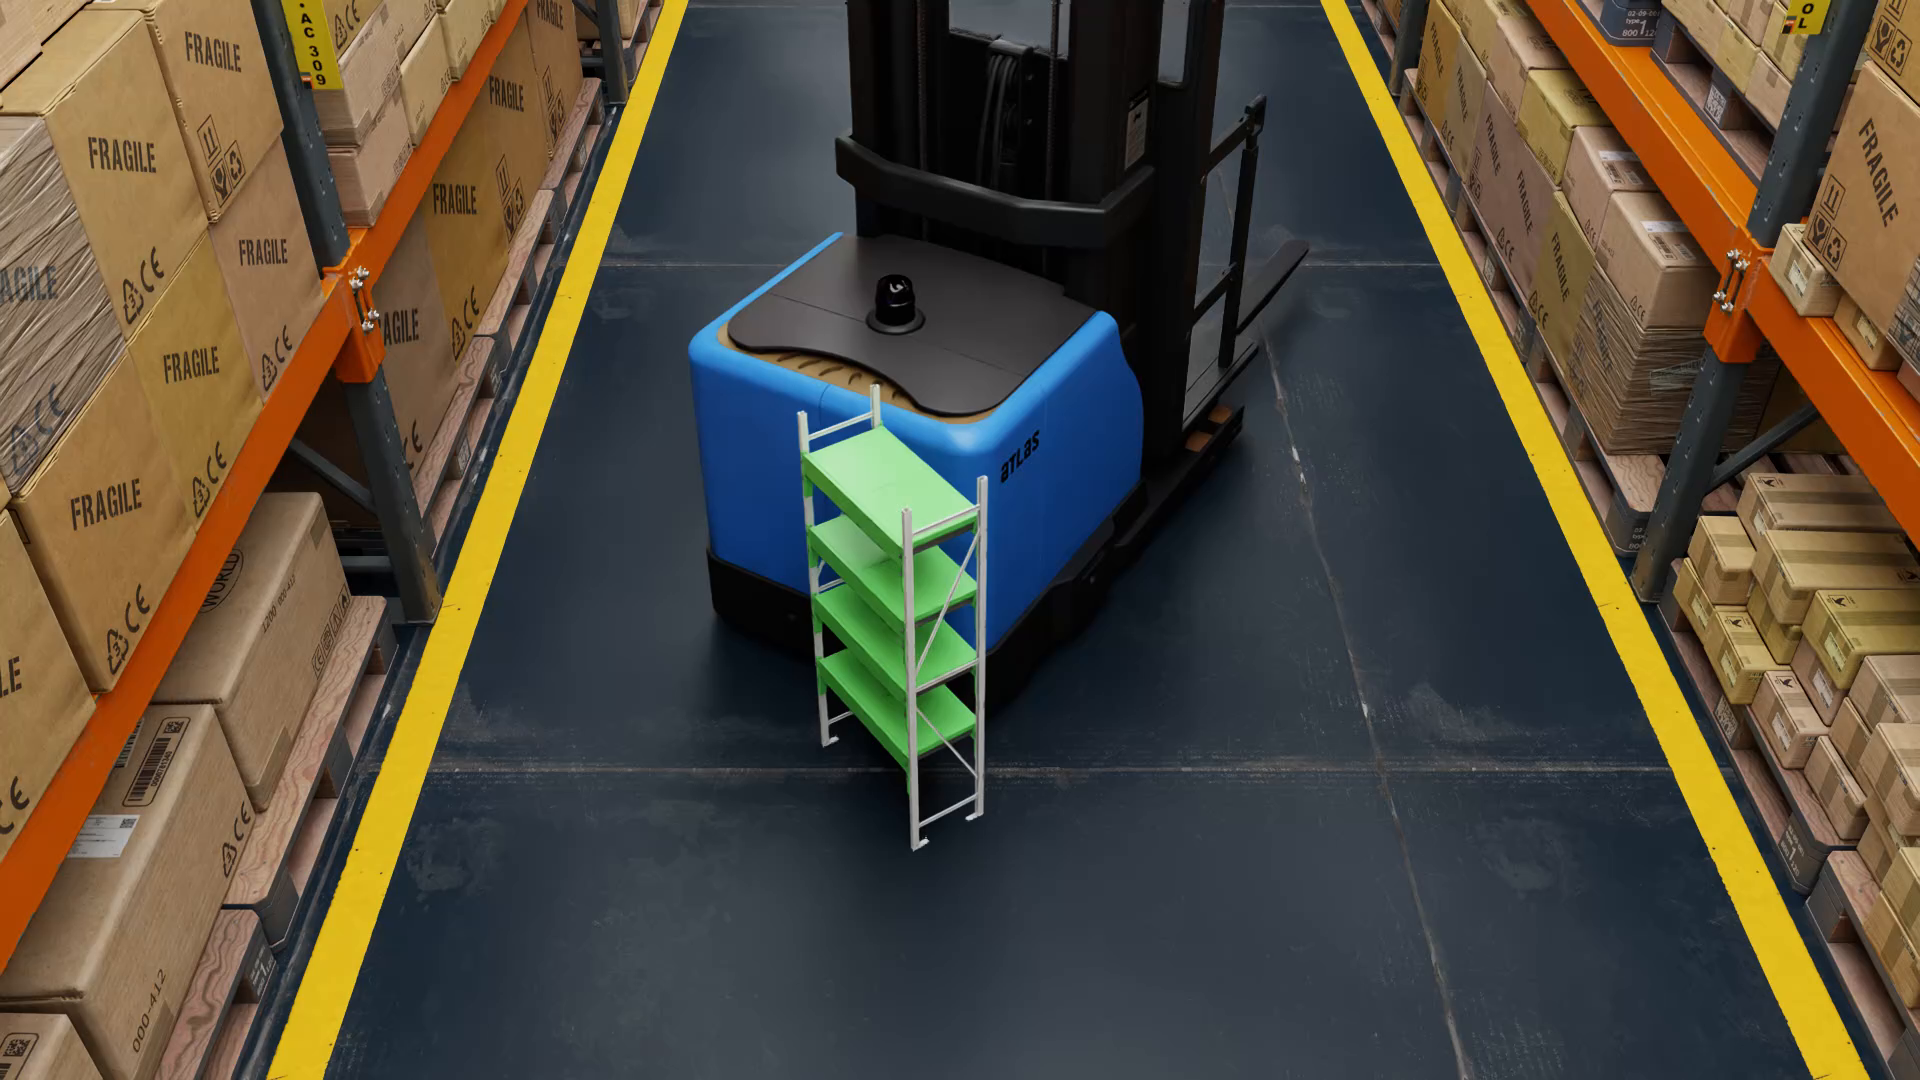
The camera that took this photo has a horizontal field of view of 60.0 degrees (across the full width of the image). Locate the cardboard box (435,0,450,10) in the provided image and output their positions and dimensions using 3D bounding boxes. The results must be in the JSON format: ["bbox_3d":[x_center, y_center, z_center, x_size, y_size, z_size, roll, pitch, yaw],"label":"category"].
[{"bbox_3d":[-1.929,-1.982,5.545,0.500,0.250,0.500,0,39,1],"label":"cardboard box"}]

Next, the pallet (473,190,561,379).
[{"bbox_3d":[-2.288,-1.088,6.939,1.003,0.211,1.213,0,39,0],"label":"pallet"}]

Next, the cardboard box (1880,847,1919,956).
[{"bbox_3d":[2.460,0.873,3.968,0.380,0.149,0.250,0,39,0],"label":"cardboard box"}]

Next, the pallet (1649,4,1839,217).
[{"bbox_3d":[2.887,-1.399,5.250,1.003,0.211,1.213,0,39,0],"label":"pallet"}]

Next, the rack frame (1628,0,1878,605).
[{"bbox_3d":[2.742,-0.996,4.594,1.000,3.000,0.127,0,39,0],"label":"rack frame"}]

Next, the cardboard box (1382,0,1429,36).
[{"bbox_3d":[2.827,-3.164,8.763,1.050,0.750,0.750,-1,39,-1],"label":"cardboard box"}]

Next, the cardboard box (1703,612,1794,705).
[{"bbox_3d":[2.422,0.347,4.862,0.380,0.149,0.250,1,39,1],"label":"cardboard box"}]

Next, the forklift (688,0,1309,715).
[{"bbox_3d":[0.392,-1.510,5.290,1.130,2.935,3.031,21,43,24],"label":"forklift"}]

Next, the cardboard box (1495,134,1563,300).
[{"bbox_3d":[2.493,-1.288,6.622,0.500,0.500,0.500,-1,39,-1],"label":"cardboard box"}]

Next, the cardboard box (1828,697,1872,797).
[{"bbox_3d":[2.547,0.543,4.380,0.380,0.149,0.250,-2,39,-2],"label":"cardboard box"}]

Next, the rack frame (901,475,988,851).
[{"bbox_3d":[-0.036,0.357,4.345,0.240,1.200,0.015,-23,44,-26],"label":"rack frame"}]

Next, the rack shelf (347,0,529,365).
[{"bbox_3d":[-2.210,-1.899,6.296,1.077,0.370,4.000,0,39,0],"label":"rack shelf"}]

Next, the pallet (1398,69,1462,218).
[{"bbox_3d":[2.737,-1.920,7.977,1.003,0.211,1.213,0,39,0],"label":"pallet"}]

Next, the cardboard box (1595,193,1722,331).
[{"bbox_3d":[2.489,-0.942,5.591,0.500,0.250,0.500,-1,39,-1],"label":"cardboard box"}]

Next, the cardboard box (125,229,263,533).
[{"bbox_3d":[-1.945,-0.356,3.716,0.500,0.500,0.500,-1,39,-1],"label":"cardboard box"}]

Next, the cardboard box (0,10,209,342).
[{"bbox_3d":[-1.938,-0.746,3.403,0.500,0.500,0.500,-1,39,-1],"label":"cardboard box"}]

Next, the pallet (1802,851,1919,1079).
[{"bbox_3d":[2.783,1.277,3.987,1.003,0.211,1.213,0,39,0],"label":"pallet"}]

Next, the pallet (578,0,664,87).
[{"bbox_3d":[-2.211,-2.831,9.114,1.003,0.211,1.213,0,39,0],"label":"pallet"}]

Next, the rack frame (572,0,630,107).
[{"bbox_3d":[-2.212,-3.430,7.632,1.000,3.000,0.127,0,39,0],"label":"rack frame"}]

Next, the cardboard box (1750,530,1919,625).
[{"bbox_3d":[2.477,0.109,4.684,0.380,0.149,0.250,2,39,2],"label":"cardboard box"}]

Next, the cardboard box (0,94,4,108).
[{"bbox_3d":[-1.952,-0.783,2.930,0.380,0.149,0.250,0,39,0],"label":"cardboard box"}]

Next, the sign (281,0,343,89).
[{"bbox_3d":[-1.652,-1.299,4.217,0.100,0.325,0.005,0,39,0],"label":"sign"}]

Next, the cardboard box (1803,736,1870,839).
[{"bbox_3d":[2.524,0.661,4.470,0.380,0.149,0.250,-1,39,-1],"label":"cardboard box"}]

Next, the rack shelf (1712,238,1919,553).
[{"bbox_3d":[2.745,0.536,3.258,1.077,0.370,4.000,0,39,0],"label":"rack shelf"}]

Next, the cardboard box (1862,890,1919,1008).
[{"bbox_3d":[2.464,0.992,4.057,0.380,0.149,0.250,-1,39,-1],"label":"cardboard box"}]

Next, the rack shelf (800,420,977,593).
[{"bbox_3d":[-0.174,-0.093,4.241,0.258,0.148,0.480,-23,44,-26],"label":"rack shelf"}]

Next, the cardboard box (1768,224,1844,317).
[{"bbox_3d":[2.416,-0.720,4.451,0.380,0.149,0.250,1,39,2],"label":"cardboard box"}]

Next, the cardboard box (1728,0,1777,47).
[{"bbox_3d":[2.543,-1.591,4.964,0.380,0.149,0.250,0,39,0],"label":"cardboard box"}]

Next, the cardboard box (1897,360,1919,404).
[{"bbox_3d":[2.543,-0.392,4.041,0.380,0.149,0.250,-2,39,-2],"label":"cardboard box"}]

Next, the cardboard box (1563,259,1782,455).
[{"bbox_3d":[2.490,-0.647,5.821,0.500,0.500,0.500,-1,39,-1],"label":"cardboard box"}]

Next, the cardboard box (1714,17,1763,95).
[{"bbox_3d":[2.543,-1.472,5.054,0.380,0.149,0.250,0,39,0],"label":"cardboard box"}]

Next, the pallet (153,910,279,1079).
[{"bbox_3d":[-2.281,1.400,3.835,1.003,0.211,1.213,0,39,0],"label":"pallet"}]

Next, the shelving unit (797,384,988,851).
[{"bbox_3d":[-0.174,0.232,4.501,0.258,1.200,0.503,-23,44,-26],"label":"shelving unit"}]

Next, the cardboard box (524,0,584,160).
[{"bbox_3d":[-2.294,-2.333,7.626,0.875,0.875,0.875,0,39,0],"label":"cardboard box"}]

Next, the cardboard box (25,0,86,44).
[{"bbox_3d":[-2.007,-1.098,3.323,0.380,0.149,0.250,0,39,0],"label":"cardboard box"}]

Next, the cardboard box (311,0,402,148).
[{"bbox_3d":[-1.926,-1.341,4.745,0.500,0.250,0.500,-1,39,-1],"label":"cardboard box"}]

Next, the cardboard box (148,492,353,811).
[{"bbox_3d":[-2.314,0.300,4.690,0.875,0.438,0.875,-1,39,-1],"label":"cardboard box"}]

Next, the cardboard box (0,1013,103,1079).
[{"bbox_3d":[-2.313,1.423,3.288,0.875,0.438,0.875,1,39,1],"label":"cardboard box"}]

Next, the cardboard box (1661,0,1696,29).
[{"bbox_3d":[2.545,-1.785,5.444,0.380,0.149,0.250,-2,39,-2],"label":"cardboard box"}]

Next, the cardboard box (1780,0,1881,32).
[{"bbox_3d":[2.547,-1.545,4.668,0.380,0.149,0.250,2,39,2],"label":"cardboard box"}]

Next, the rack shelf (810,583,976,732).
[{"bbox_3d":[-0.174,0.282,4.541,0.258,0.148,0.480,-23,44,-26],"label":"rack shelf"}]

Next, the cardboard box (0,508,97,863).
[{"bbox_3d":[-1.945,0.285,2.915,0.500,0.500,0.500,1,39,1],"label":"cardboard box"}]

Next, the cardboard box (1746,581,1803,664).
[{"bbox_3d":[2.513,0.222,4.780,0.380,0.149,0.250,0,39,0],"label":"cardboard box"}]

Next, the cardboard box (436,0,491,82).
[{"bbox_3d":[-1.931,-1.790,5.705,0.500,0.250,0.500,0,39,0],"label":"cardboard box"}]

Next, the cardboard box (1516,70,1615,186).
[{"bbox_3d":[2.487,-1.594,6.404,0.500,0.250,0.500,-2,39,-2],"label":"cardboard box"}]

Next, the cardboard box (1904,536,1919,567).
[{"bbox_3d":[3.061,0.034,5.015,0.380,0.149,0.250,1,39,1],"label":"cardboard box"}]

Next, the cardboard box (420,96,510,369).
[{"bbox_3d":[-2.297,-1.216,6.232,0.875,0.875,0.875,1,39,1],"label":"cardboard box"}]

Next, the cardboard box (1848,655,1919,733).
[{"bbox_3d":[2.549,0.430,4.283,0.380,0.149,0.250,-1,39,-1],"label":"cardboard box"}]

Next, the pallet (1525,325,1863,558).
[{"bbox_3d":[2.740,-0.394,6.073,1.003,0.211,1.213,0,39,0],"label":"pallet"}]

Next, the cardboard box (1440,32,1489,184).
[{"bbox_3d":[2.488,-1.929,7.421,0.500,0.500,0.500,0,39,0],"label":"cardboard box"}]

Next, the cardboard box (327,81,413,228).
[{"bbox_3d":[-1.944,-1.146,4.901,0.500,0.250,0.500,-1,39,-1],"label":"cardboard box"}]

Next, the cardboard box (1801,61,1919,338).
[{"bbox_3d":[2.491,-0.841,4.083,0.500,0.500,0.500,-1,39,-1],"label":"cardboard box"}]

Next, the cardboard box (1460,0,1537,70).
[{"bbox_3d":[2.497,-2.230,7.197,0.500,0.250,0.500,0,39,-1],"label":"cardboard box"}]

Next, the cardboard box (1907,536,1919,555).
[{"bbox_3d":[3.003,-0.057,4.891,0.380,0.149,0.250,1,39,1],"label":"cardboard box"}]

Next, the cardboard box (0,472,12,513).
[{"bbox_3d":[-1.936,-0.114,2.614,0.500,0.500,0.500,0,39,0],"label":"cardboard box"}]
